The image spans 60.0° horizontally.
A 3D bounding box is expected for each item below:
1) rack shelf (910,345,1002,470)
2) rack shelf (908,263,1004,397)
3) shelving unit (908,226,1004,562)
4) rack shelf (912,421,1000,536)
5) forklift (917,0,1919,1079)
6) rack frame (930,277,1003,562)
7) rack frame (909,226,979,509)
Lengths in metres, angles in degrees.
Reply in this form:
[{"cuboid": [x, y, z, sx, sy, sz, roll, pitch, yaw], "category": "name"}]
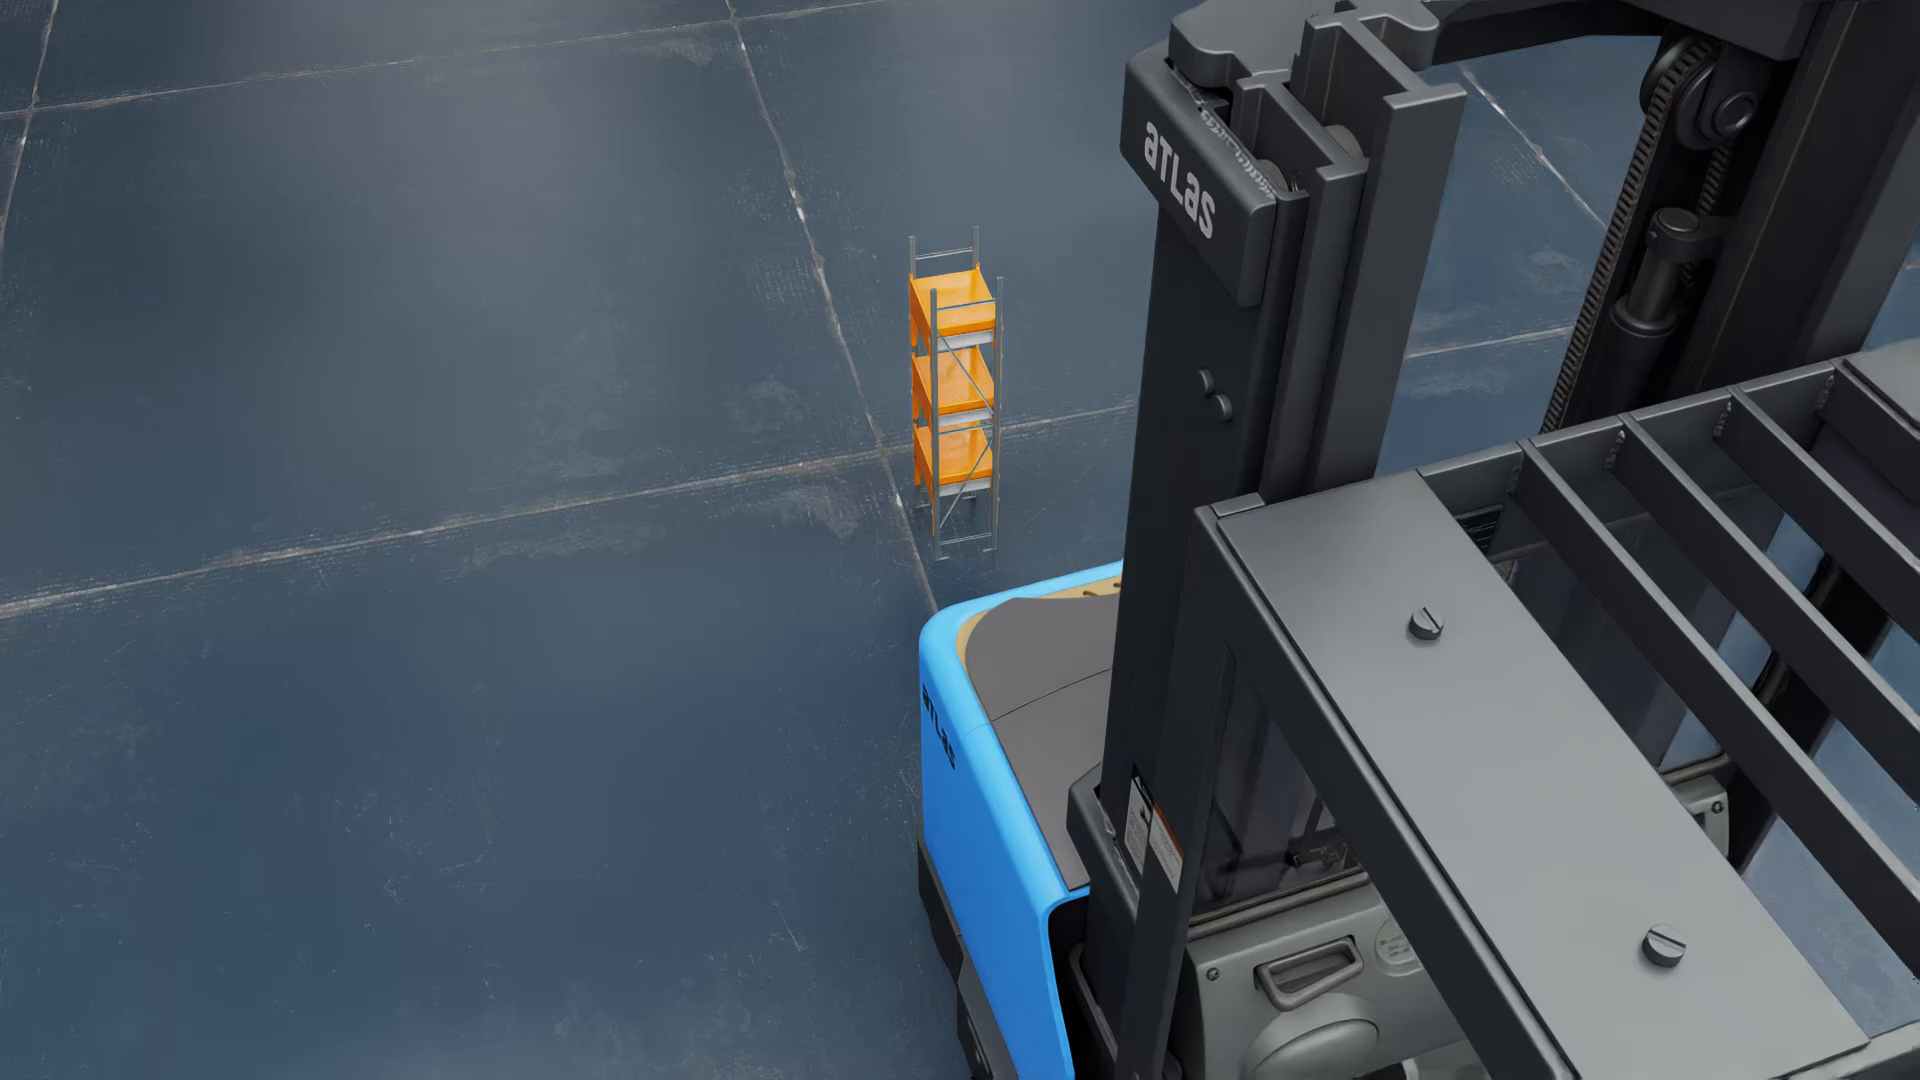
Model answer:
[{"cuboid": [-0.014, -0.397, 4.919, 0.215, 0.259, 0.240, -11, 47, -10], "category": "rack shelf"}, {"cuboid": [-0.014, -0.596, 4.716, 0.215, 0.259, 0.240, -11, 47, -10], "category": "rack shelf"}, {"cuboid": [-0.014, -0.404, 4.911, 0.215, 1.050, 0.252, -11, 47, -10], "category": "shelving unit"}, {"cuboid": [-0.014, -0.202, 5.117, 0.215, 0.259, 0.240, -11, 47, -10], "category": "rack shelf"}, {"cuboid": [0.865, 0.761, 2.452, 1.130, 2.935, 3.031, -14, 47, -14], "category": "forklift"}, {"cuboid": [0.018, -0.320, 4.829, 0.200, 1.050, 0.008, -11, 47, -10], "category": "rack frame"}, {"cuboid": [-0.045, -0.489, 4.994, 0.200, 1.050, 0.008, -11, 47, -10], "category": "rack frame"}]
